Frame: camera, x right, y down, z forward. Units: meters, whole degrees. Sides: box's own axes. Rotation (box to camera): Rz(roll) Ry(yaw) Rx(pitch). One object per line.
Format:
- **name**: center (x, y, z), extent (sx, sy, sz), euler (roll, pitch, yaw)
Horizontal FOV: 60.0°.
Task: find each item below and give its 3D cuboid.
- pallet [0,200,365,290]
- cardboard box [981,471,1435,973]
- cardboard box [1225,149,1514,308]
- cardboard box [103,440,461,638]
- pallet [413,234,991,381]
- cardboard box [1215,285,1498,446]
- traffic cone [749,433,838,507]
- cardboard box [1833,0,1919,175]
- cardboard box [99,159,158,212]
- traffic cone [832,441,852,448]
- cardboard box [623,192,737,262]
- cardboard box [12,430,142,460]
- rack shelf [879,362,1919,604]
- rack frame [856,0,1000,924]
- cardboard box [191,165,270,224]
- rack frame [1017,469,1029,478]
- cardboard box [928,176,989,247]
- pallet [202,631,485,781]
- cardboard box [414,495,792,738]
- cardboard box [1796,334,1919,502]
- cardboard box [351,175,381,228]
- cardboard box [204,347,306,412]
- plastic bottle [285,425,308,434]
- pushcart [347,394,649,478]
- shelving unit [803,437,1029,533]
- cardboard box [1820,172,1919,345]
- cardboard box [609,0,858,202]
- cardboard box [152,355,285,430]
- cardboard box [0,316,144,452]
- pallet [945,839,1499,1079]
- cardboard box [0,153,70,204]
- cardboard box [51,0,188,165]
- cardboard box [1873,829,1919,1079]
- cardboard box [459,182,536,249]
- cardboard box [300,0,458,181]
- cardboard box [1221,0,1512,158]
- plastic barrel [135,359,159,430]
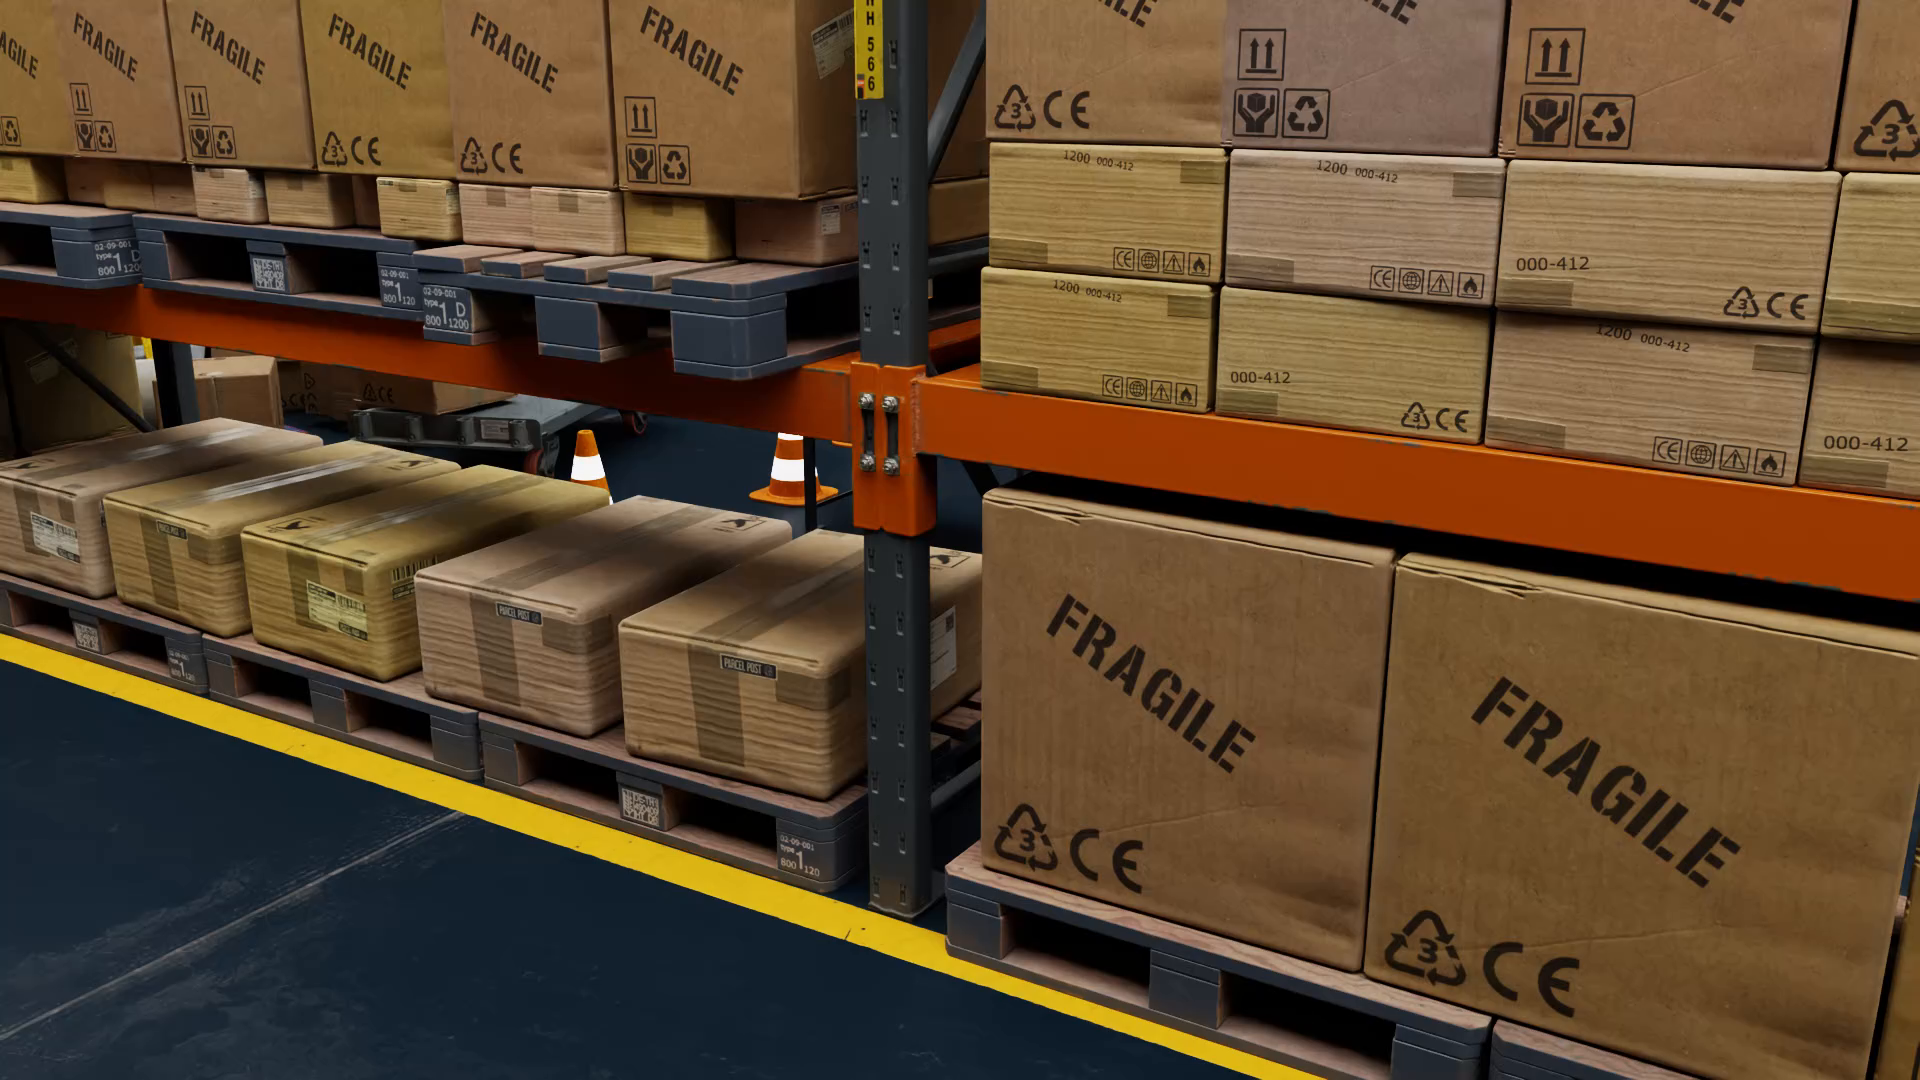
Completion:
- **pallet**: center (-2.738, -1.031, 5.444), extent (1.213, 0.211, 1.003), euler (10, 20, 30)
- **cardboard box**: center (0.641, 0.275, 3.748), extent (0.875, 0.875, 0.875), euler (10, 20, 30)
- **cardboard box**: center (0.838, -0.617, 3.148), extent (0.500, 0.250, 0.500), euler (11, 20, 31)
- **cardboard box**: center (-2.250, -0.031, 5.620), extent (0.625, 0.372, 0.950), euler (12, 20, 33)
- **pallet**: center (-0.567, -0.657, 4.212), extent (1.003, 0.211, 1.213), euler (10, 20, 30)
- **cardboard box**: center (0.828, -0.384, 3.243), extent (0.500, 0.250, 0.500), euler (9, 19, 28)
- **traffic cone**: center (-0.753, -0.423, 7.476), extent (0.334, 0.463, 0.336), euler (10, 20, 30)
- **cardboard box**: center (1.677, -0.824, 2.540), extent (0.500, 0.500, 0.500), euler (10, 20, 31)
- **cardboard box**: center (-2.320, -1.079, 4.983), extent (0.250, 0.149, 0.380), euler (10, 20, 31)
- **traffic cone**: center (-0.456, -0.724, 8.470), extent (0.334, 0.463, 0.336), euler (10, 20, 30)
- **cardboard box**: center (-0.573, -0.762, 3.937), extent (0.250, 0.149, 0.380), euler (10, 20, 31)
- **cardboard box**: center (-3.674, -0.317, 6.771), extent (0.500, 0.250, 0.500), euler (9, 19, 28)
- **rack shelf**: center (1.800, -0.018, 3.017), extent (4.000, 0.370, 1.077), euler (10, 20, 30)
- **rack frame**: center (0.096, -0.666, 3.914), extent (0.127, 3.000, 1.000), euler (10, 20, 30)
- **cardboard box**: center (-1.911, -0.988, 4.683), extent (0.250, 0.149, 0.380), euler (11, 20, 32)
- **rack frame**: center (0.360, -0.653, 6.451), extent (0.032, 1.500, 0.500), euler (10, 20, 30)
- **cardboard box**: center (-0.084, -0.843, 4.204), extent (0.250, 0.149, 0.380), euler (9, 19, 27)
- **pallet**: center (-1.605, 0.363, 5.324), extent (1.213, 0.211, 1.003), euler (10, 20, 30)
- **cardboard box**: center (-1.013, 0.191, 4.889), extent (0.625, 0.372, 0.950), euler (10, 19, 29)
- **cardboard box**: center (1.694, -0.229, 2.731), extent (0.500, 0.250, 0.500), euler (10, 20, 30)
- **cardboard box**: center (-1.411, -0.937, 4.514), extent (0.250, 0.149, 0.380), euler (10, 20, 30)
- **cardboard box**: center (-3.900, -1.049, 9.467), extent (0.637, 0.503, 0.797), euler (-2, 17, -8)
- **plastic bottle**: center (-3.431, -0.530, 8.519), extent (0.283, 0.061, 0.133), euler (14, 22, 39)
- **pushcart**: center (-2.162, -0.592, 8.182), extent (0.936, 0.377, 1.648), euler (3, 17, 11)
- **shelving unit**: center (-0.073, -0.731, 6.706), extent (1.048, 1.500, 0.538), euler (10, 20, 30)
- **cardboard box**: center (1.682, -0.457, 2.624), extent (0.500, 0.250, 0.500), euler (11, 20, 31)
- **cardboard box**: center (-0.437, -1.058, 3.796), extent (0.500, 0.500, 0.500), euler (9, 19, 28)
- **cardboard box**: center (-3.514, -0.580, 7.926), extent (0.500, 0.500, 0.500), euler (-6, 18, -18)
- **cardboard box**: center (-3.674, -0.676, 6.662), extent (0.500, 0.500, 0.500), euler (11, 20, 33)
- **pallet**: center (0.728, 0.806, 3.863), extent (1.213, 0.211, 1.003), euler (10, 20, 30)
- **cardboard box**: center (-2.799, -1.153, 5.226), extent (0.250, 0.149, 0.380), euler (11, 20, 31)
- **cardboard box**: center (-2.222, -1.369, 4.821), extent (0.500, 0.500, 0.500), euler (10, 20, 30)
- **cardboard box**: center (2.160, 0.548, 2.850), extent (0.875, 0.875, 0.875), euler (11, 20, 32)
- **cardboard box**: center (-1.021, -0.829, 4.159), extent (0.250, 0.149, 0.380), euler (9, 19, 27)
- **cardboard box**: center (-1.314, -1.210, 4.298), extent (0.500, 0.500, 0.500), euler (9, 19, 26)
- **cardboard box**: center (0.816, -0.984, 3.067), extent (0.500, 0.500, 0.500), euler (10, 20, 30)
- **plastic barrel**: center (-4.169, -0.711, 8.495), extent (0.512, 0.421, 0.421), euler (-6, 18, -18)
